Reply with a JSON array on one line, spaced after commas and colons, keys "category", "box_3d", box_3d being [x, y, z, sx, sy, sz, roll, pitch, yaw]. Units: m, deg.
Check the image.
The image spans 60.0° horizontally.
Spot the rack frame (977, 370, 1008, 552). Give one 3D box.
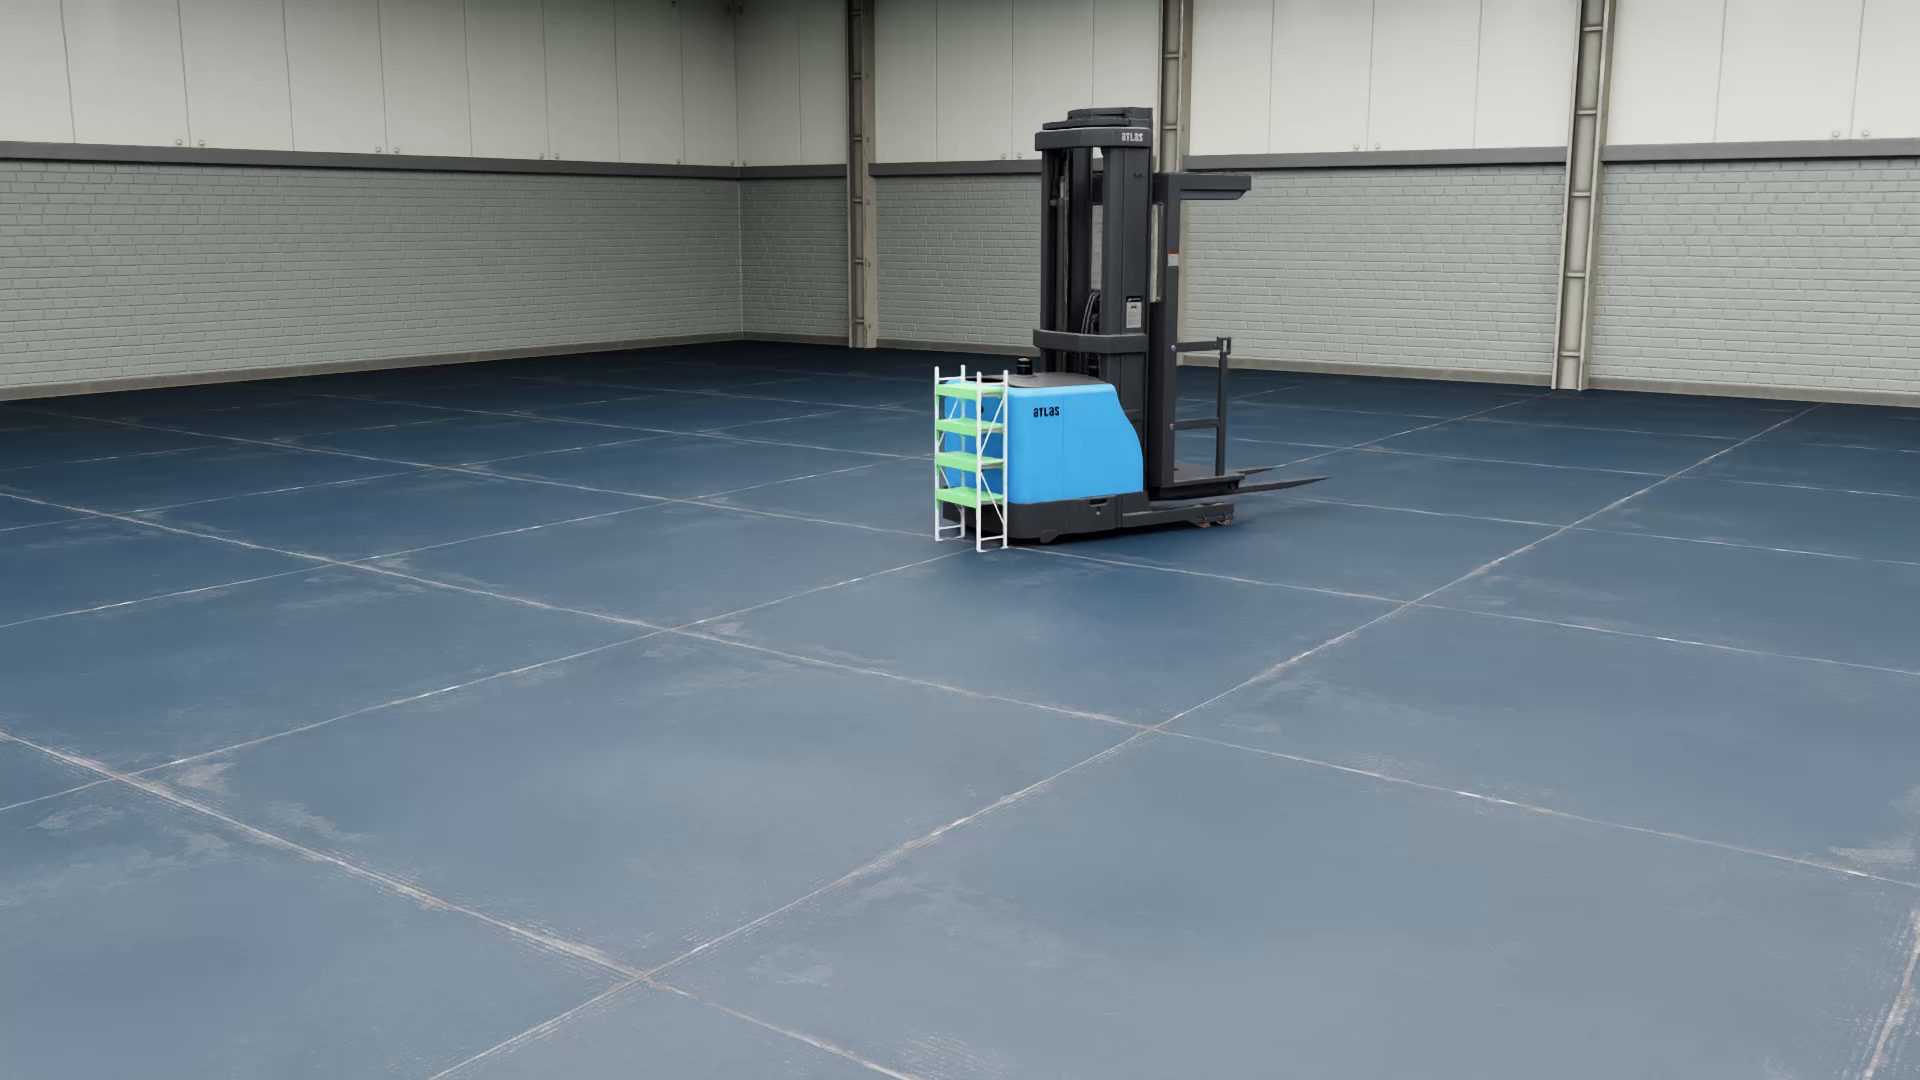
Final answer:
[{"category": "rack frame", "box_3d": [0.215, -0.520, 11.060, 0.240, 1.200, 0.015, -8, 13, -35]}]

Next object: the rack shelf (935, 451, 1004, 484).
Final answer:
[{"category": "rack shelf", "box_3d": [0.073, -0.495, 11.268, 0.258, 0.148, 0.480, -8, 13, -35]}]

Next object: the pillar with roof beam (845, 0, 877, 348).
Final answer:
[{"category": "pillar with roof beam", "box_3d": [-4.222, -7.097, 24.524, 0.400, 9.000, 9.100, 8, 13, 36]}]

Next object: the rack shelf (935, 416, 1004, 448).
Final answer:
[{"category": "rack shelf", "box_3d": [0.073, -0.731, 11.222, 0.258, 0.148, 0.480, -8, 13, -35]}]

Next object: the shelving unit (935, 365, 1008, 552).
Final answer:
[{"category": "shelving unit", "box_3d": [0.073, -0.558, 11.256, 0.258, 1.200, 0.503, -8, 13, -35]}]

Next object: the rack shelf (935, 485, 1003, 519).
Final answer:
[{"category": "rack shelf", "box_3d": [0.073, -0.260, 11.313, 0.258, 0.148, 0.480, -8, 13, -35]}]

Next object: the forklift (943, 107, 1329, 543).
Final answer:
[{"category": "forklift", "box_3d": [1.397, -1.605, 12.109, 3.031, 2.935, 1.130, -7, 13, -31]}]

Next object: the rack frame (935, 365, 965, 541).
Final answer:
[{"category": "rack frame", "box_3d": [-0.068, -0.596, 11.451, 0.240, 1.200, 0.015, -8, 13, -35]}]

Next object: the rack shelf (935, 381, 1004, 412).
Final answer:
[{"category": "rack shelf", "box_3d": [0.073, -0.967, 11.176, 0.258, 0.148, 0.480, -8, 13, -35]}]

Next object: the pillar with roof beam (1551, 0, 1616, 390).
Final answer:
[{"category": "pillar with roof beam", "box_3d": [5.450, -5.748, 17.550, 0.400, 9.000, 9.100, 8, 13, 36]}]

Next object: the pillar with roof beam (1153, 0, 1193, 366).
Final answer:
[{"category": "pillar with roof beam", "box_3d": [0.614, -6.423, 21.037, 0.400, 9.000, 9.100, 8, 13, 36]}]
